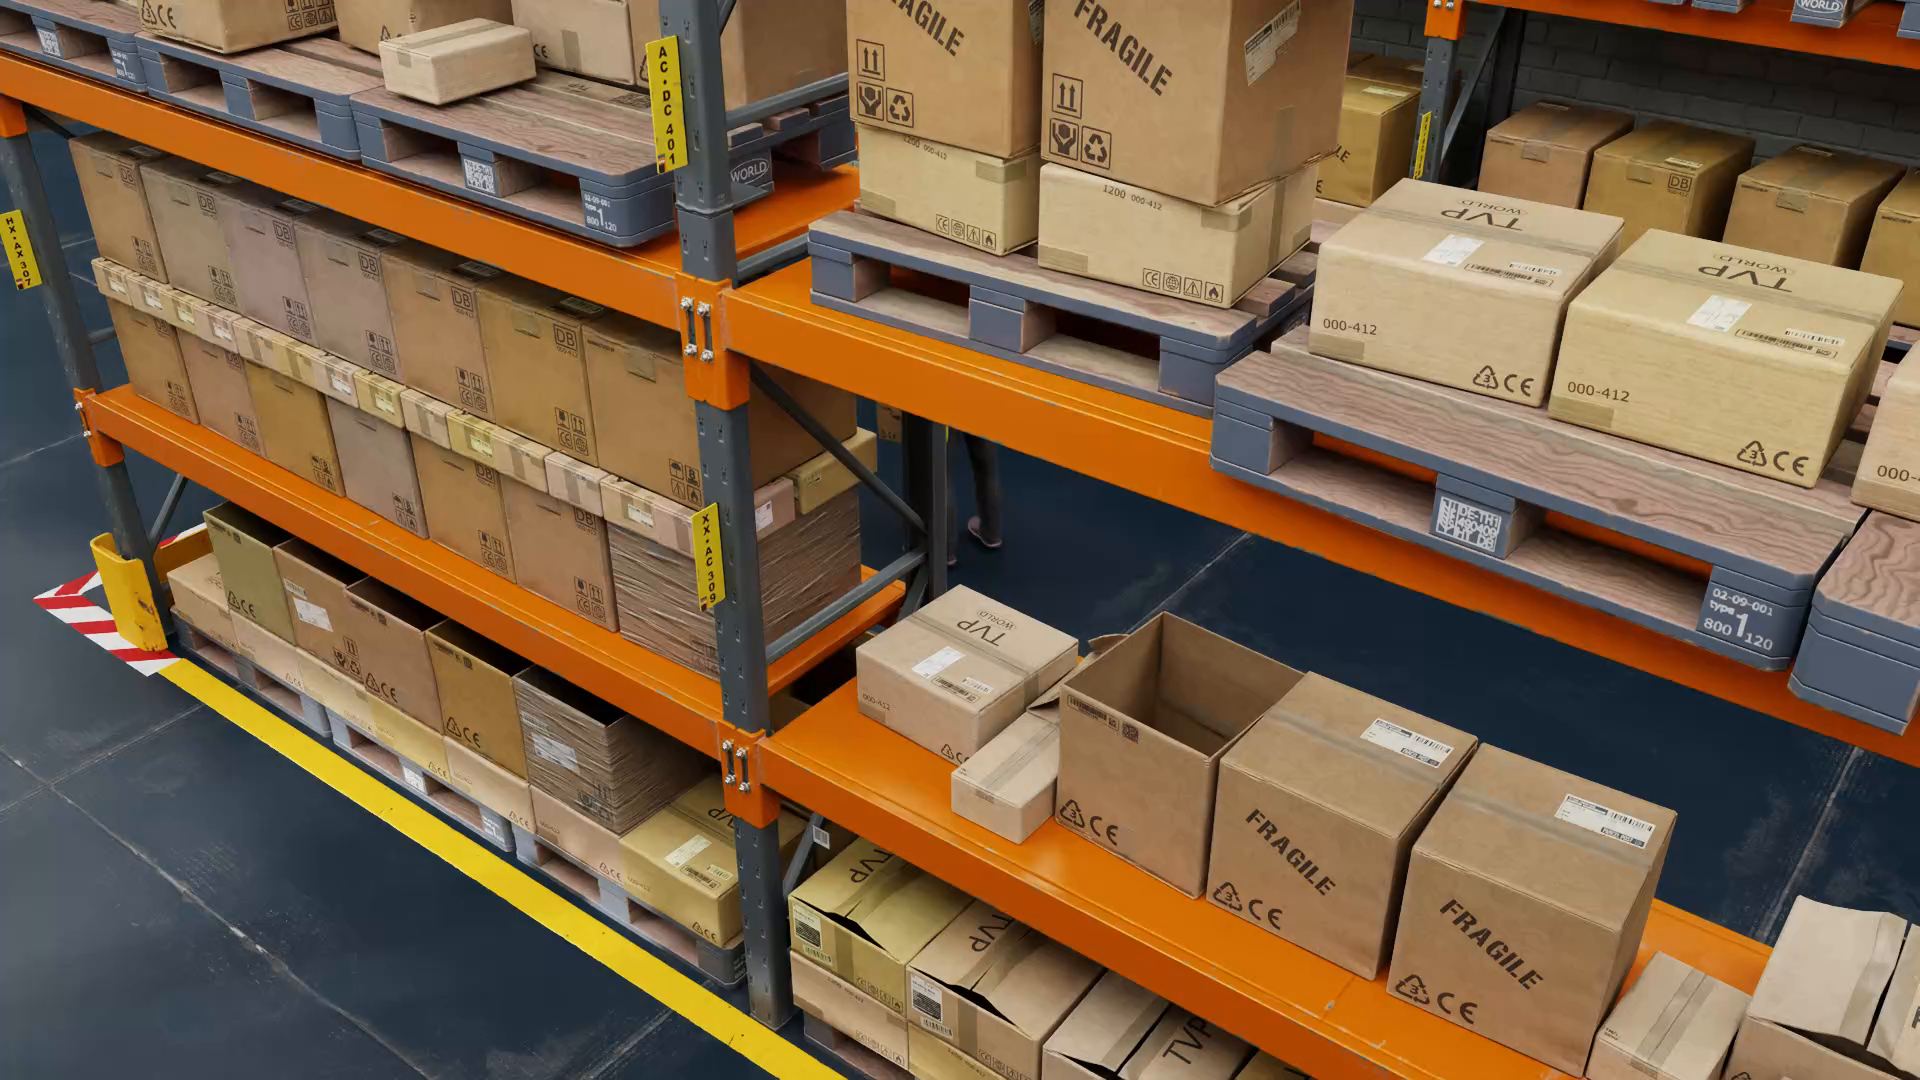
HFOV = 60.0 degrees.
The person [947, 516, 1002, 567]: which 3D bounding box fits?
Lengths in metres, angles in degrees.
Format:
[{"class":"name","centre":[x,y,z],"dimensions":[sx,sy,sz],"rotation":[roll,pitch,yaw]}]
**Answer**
[{"class":"person","centre":[-0.023,-0.658,8.212],"dimensions":[0.489,1.657,0.498],"rotation":[-2,31,-3]}]
